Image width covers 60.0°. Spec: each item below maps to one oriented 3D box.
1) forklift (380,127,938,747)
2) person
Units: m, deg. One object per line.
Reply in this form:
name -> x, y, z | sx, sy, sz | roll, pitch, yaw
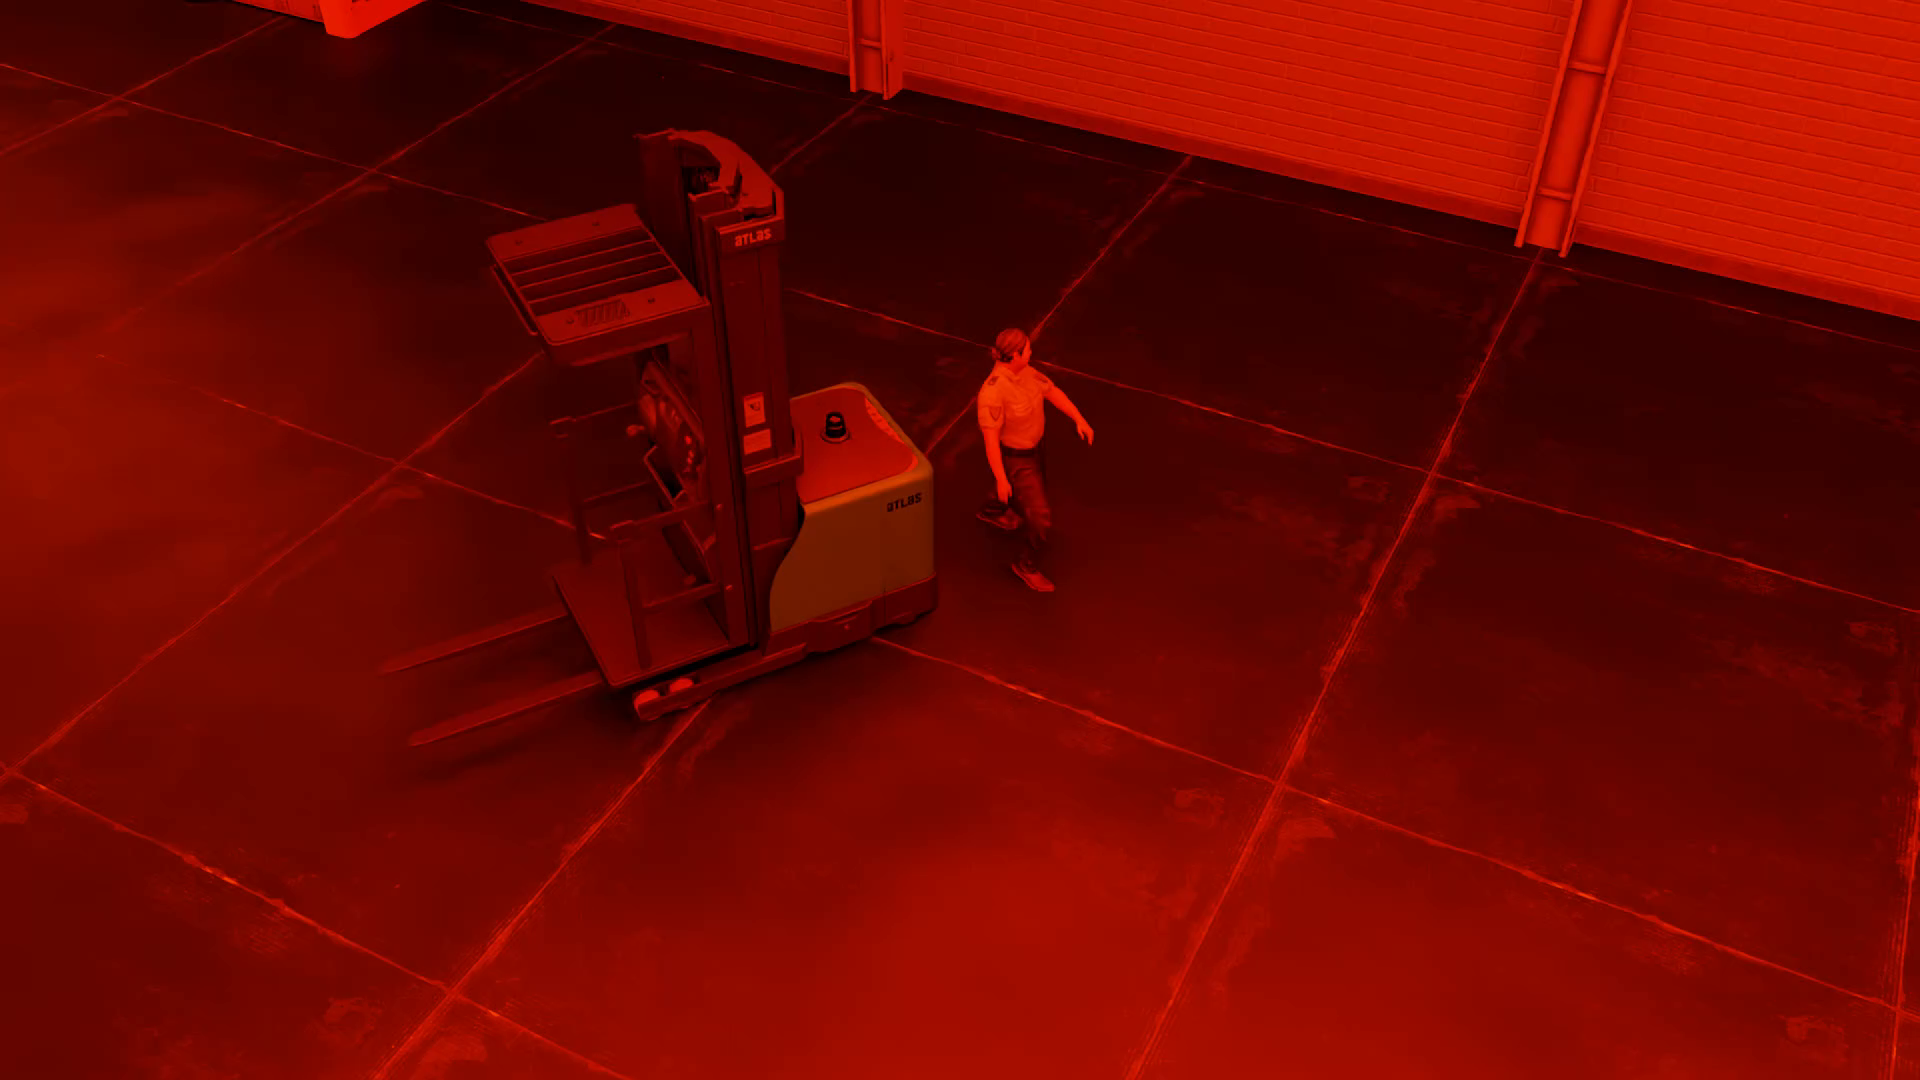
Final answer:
forklift -> -1.678, -0.526, 8.612 | 3.031, 2.935, 1.130 | -19, 44, -21
person -> 0.385, -0.454, 9.634 | 0.749, 1.563, 0.774 | 10, 41, 11
